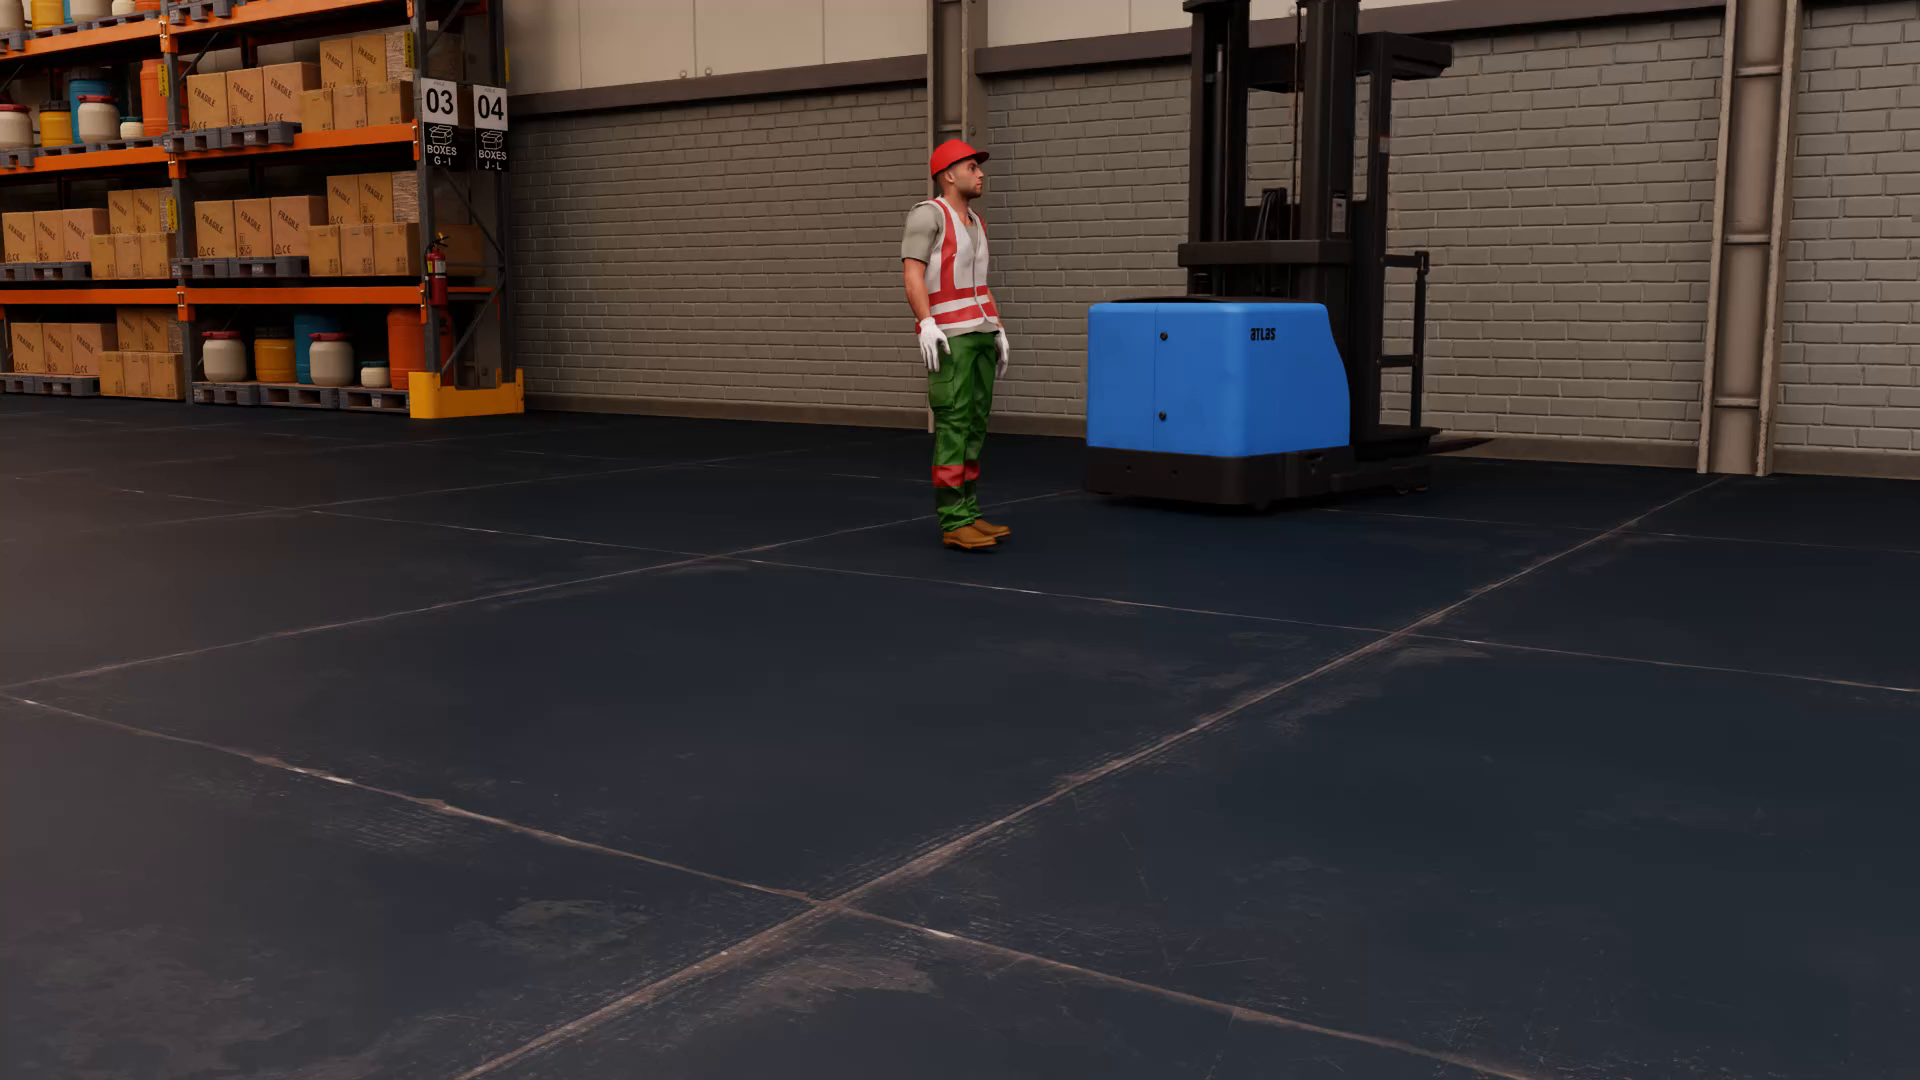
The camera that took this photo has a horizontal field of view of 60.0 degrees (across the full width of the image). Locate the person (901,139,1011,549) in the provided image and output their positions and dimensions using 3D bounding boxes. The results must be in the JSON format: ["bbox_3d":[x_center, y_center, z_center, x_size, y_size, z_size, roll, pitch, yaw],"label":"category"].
[{"bbox_3d":[0.060,-0.885,7.423,0.564,1.787,0.638,5,10,34],"label":"person"}]

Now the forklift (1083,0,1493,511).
[{"bbox_3d":[2.064,-1.751,9.504,1.130,2.935,3.031,8,11,44],"label":"forklift"}]
